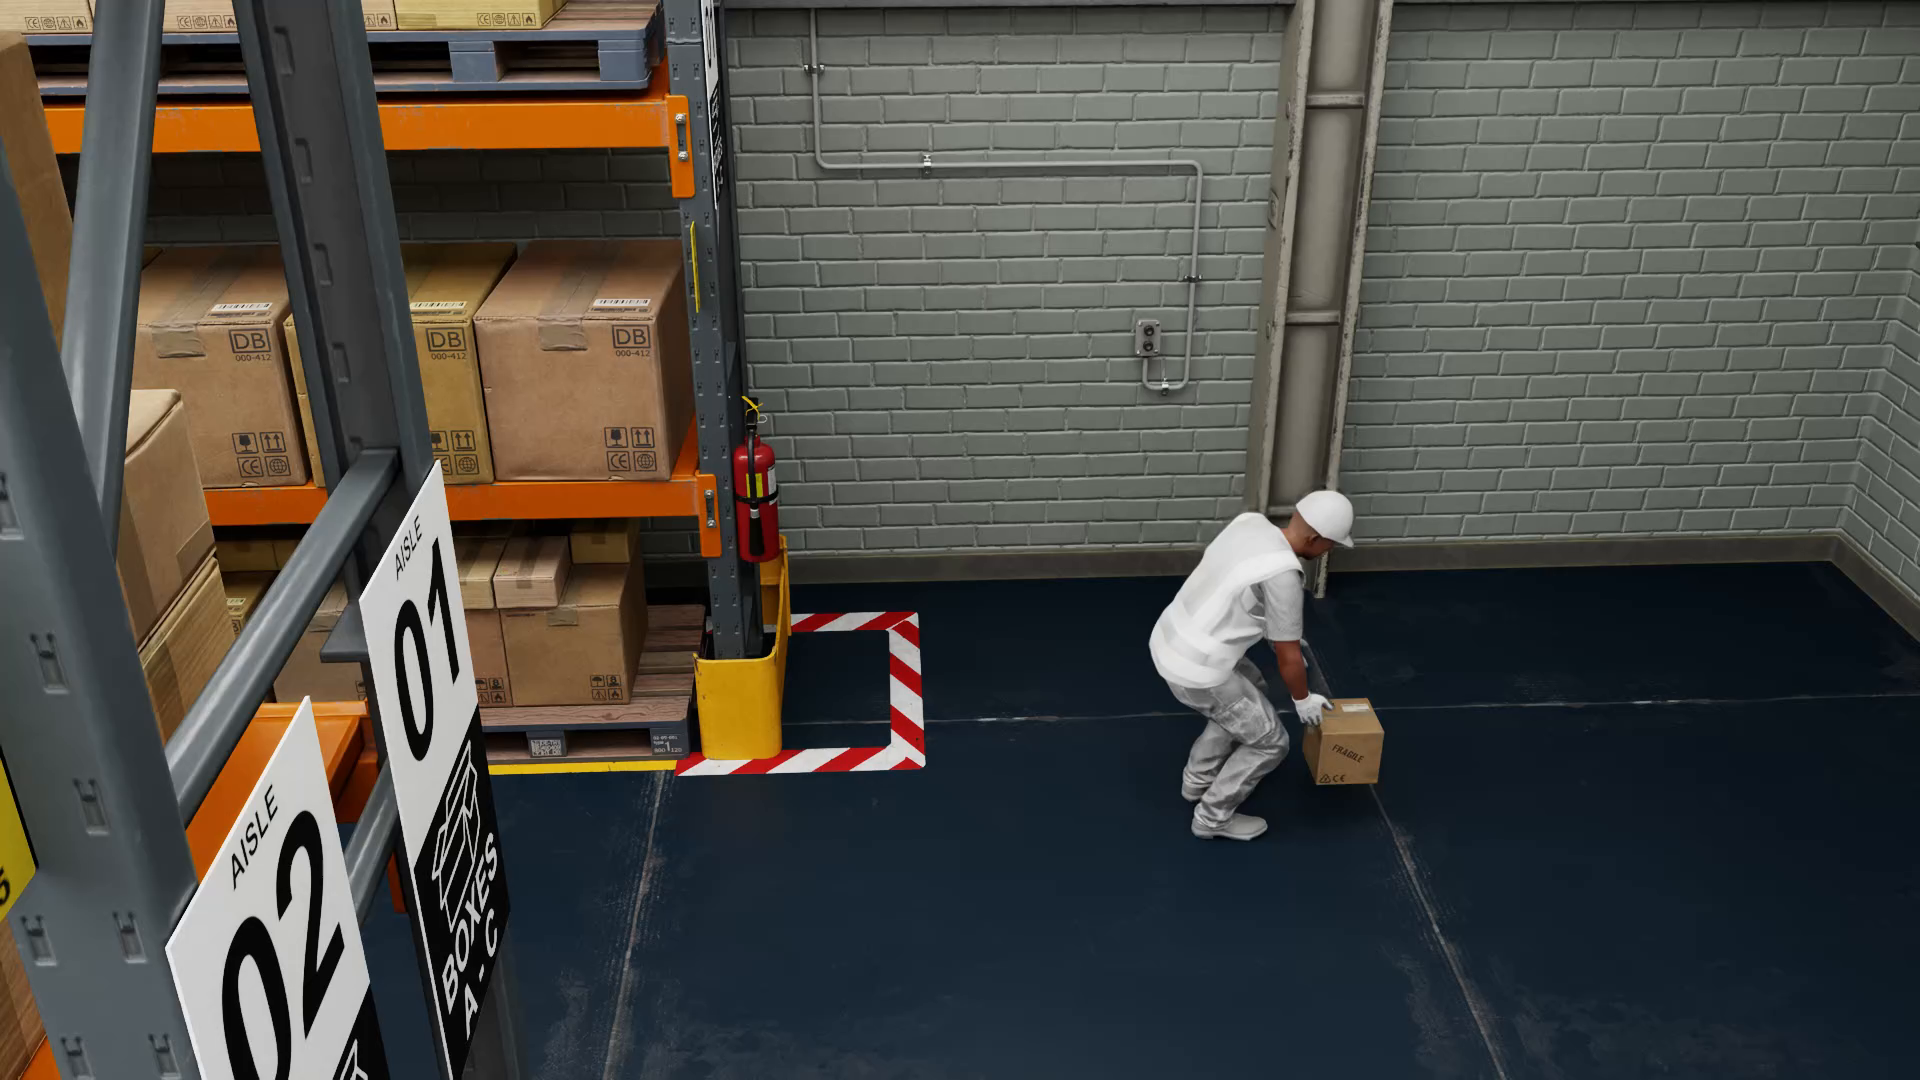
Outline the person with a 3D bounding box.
[{"bbox_3d":[1.126,0.463,6.575,0.754,1.441,0.612,-1,27,-2],"label":"person"}]
